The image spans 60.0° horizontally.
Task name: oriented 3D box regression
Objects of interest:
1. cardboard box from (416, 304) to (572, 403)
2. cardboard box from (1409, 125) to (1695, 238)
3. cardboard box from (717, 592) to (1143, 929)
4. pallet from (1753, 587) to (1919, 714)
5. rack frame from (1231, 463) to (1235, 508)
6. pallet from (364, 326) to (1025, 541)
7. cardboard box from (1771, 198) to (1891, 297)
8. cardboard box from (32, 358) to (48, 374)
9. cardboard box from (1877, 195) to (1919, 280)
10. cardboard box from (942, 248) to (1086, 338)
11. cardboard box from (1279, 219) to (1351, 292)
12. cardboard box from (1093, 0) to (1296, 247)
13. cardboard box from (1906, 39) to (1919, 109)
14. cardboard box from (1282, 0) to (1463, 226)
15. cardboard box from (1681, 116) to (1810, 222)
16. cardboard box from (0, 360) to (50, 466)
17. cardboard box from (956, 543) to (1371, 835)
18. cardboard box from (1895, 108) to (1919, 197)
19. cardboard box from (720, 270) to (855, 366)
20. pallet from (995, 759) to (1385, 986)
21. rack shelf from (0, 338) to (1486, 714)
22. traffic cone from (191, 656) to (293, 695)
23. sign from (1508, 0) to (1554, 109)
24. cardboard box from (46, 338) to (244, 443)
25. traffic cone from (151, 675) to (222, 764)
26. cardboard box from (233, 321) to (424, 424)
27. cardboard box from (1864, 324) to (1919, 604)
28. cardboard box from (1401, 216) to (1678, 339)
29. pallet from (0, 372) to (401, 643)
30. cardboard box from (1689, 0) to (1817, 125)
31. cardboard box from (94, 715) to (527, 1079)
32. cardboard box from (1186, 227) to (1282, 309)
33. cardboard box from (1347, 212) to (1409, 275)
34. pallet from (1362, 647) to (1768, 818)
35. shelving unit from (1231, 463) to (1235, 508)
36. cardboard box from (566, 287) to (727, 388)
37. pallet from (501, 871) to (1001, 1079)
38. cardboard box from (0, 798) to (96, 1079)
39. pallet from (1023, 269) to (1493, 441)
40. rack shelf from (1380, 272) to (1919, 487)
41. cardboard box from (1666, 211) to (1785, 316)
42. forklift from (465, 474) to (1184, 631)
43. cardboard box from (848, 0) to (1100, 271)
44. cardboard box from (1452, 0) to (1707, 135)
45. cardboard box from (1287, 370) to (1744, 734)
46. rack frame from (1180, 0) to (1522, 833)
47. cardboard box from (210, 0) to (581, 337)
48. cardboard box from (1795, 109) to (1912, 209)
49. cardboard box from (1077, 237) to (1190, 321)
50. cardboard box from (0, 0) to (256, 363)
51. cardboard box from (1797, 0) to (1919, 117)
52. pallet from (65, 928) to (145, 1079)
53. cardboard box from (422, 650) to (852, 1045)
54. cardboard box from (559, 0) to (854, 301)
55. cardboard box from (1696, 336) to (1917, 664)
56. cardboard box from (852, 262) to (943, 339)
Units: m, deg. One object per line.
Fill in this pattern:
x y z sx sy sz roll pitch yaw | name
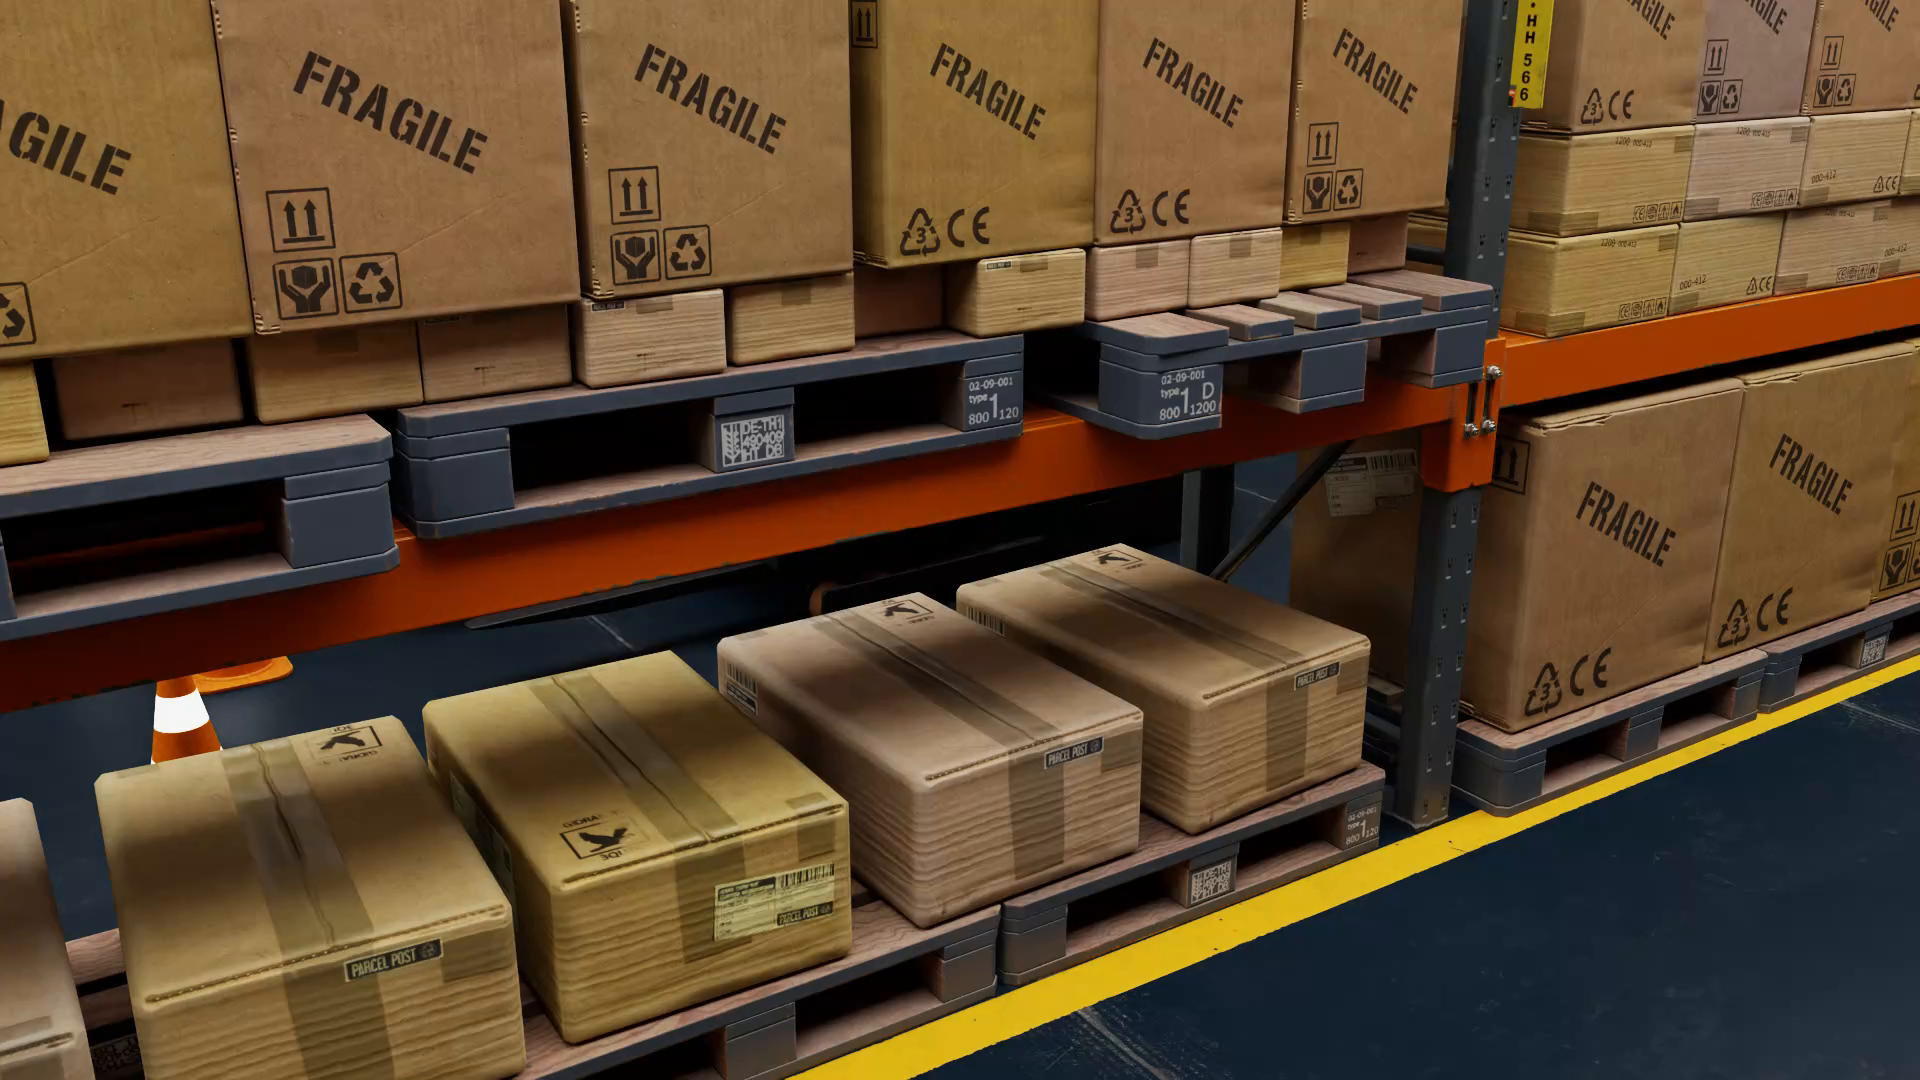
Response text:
-0.859 -0.361 2.865 0.250 0.149 0.380 -12 22 -31 | cardboard box
1.552 -0.973 4.391 0.500 0.250 0.500 -12 22 -32 | cardboard box
-0.096 0.491 4.055 0.625 0.372 0.950 -12 22 -32 | cardboard box
2.711 0.205 5.808 1.213 0.211 1.003 -12 22 -31 | pallet
1.066 -0.690 6.886 0.240 1.200 0.006 -16 22 -40 | rack frame
-0.638 -0.333 3.346 1.213 0.211 1.003 -12 22 -31 | pallet
2.401 -0.917 5.009 0.500 0.250 0.500 -11 22 -30 | cardboard box
-1.644 -0.420 3.040 0.250 0.149 0.380 -12 22 -32 | cardboard box
2.811 -1.005 5.269 0.500 0.250 0.500 -12 22 -31 | cardboard box
0.042 -0.525 3.352 0.250 0.149 0.380 -11 22 -30 | cardboard box
0.665 -0.676 3.798 0.250 0.149 0.380 -12 22 -31 | cardboard box
0.341 -0.922 3.513 0.500 0.500 0.500 -12 22 -32 | cardboard box
2.812 -1.591 5.050 0.500 0.500 0.500 -12 22 -31 | cardboard box
0.766 -1.016 3.791 0.500 0.500 0.500 -13 22 -33 | cardboard box
1.984 -1.063 4.660 0.500 0.250 0.500 -11 22 -30 | cardboard box
-1.499 -0.213 2.429 0.250 0.149 0.380 -11 22 -30 | cardboard box
0.516 0.359 4.446 0.625 0.372 0.950 -14 23 -35 | cardboard box
2.838 -1.234 5.164 0.500 0.250 0.500 -11 22 -30 | cardboard box
-0.402 -0.449 3.125 0.250 0.149 0.380 -13 22 -33 | cardboard box
0.340 0.675 4.419 1.213 0.211 1.003 -12 22 -31 | pallet
-0.677 -0.090 3.452 4.000 0.370 1.077 -12 22 -31 | rack shelf
-2.390 0.211 5.397 0.334 0.463 0.336 -12 22 -31 | traffic cone
1.300 -1.151 3.782 0.005 0.325 0.100 -12 22 -31 | sign
-1.304 -0.284 2.637 0.250 0.149 0.380 -10 21 -28 | cardboard box
-2.082 0.530 4.455 0.334 0.463 0.336 -12 22 -31 | traffic cone
-1.066 -0.318 2.738 0.250 0.149 0.380 -12 22 -31 | cardboard box
3.110 -0.389 5.873 0.875 0.875 0.875 -11 22 -30 | cardboard box
1.540 -0.731 4.459 0.500 0.250 0.500 -12 22 -32 | cardboard box
-1.629 -0.084 2.609 1.213 0.211 1.003 -12 22 -31 | pallet
1.949 -1.416 4.532 0.500 0.500 0.500 -12 22 -31 | cardboard box
-1.312 0.746 3.301 0.625 0.372 0.950 -10 21 -28 | cardboard box
0.479 -0.620 3.631 0.250 0.149 0.380 -12 22 -32 | cardboard box
0.849 -0.743 3.995 0.250 0.149 0.380 -11 22 -29 | cardboard box
1.693 0.419 5.177 1.213 0.211 1.003 -12 22 -31 | pallet
1.004 -0.708 6.952 0.258 1.200 0.189 -16 22 -40 | shelving unit
-0.608 -0.394 2.963 0.250 0.149 0.380 -11 22 -29 | cardboard box
-0.678 0.888 3.788 1.213 0.211 1.003 -12 22 -31 | pallet
-1.911 0.874 2.924 0.625 0.372 0.950 -12 22 -31 | cardboard box
0.457 -0.539 3.954 1.003 0.211 1.213 -12 22 -31 | pallet
2.664 -0.795 5.536 4.000 0.370 1.077 -12 22 -31 | rack shelf
1.959 -0.827 4.740 0.500 0.250 0.500 -13 22 -33 | cardboard box
-0.509 -1.270 5.924 3.031 2.935 1.130 -13 23 -34 | forklift
-0.080 -0.833 3.249 0.500 0.500 0.500 -14 23 -35 | cardboard box
1.540 -1.326 4.266 0.500 0.500 0.500 -13 22 -33 | cardboard box
1.616 -0.075 4.946 0.875 0.875 0.875 -12 22 -32 | cardboard box
0.993 -0.784 4.379 0.127 3.000 1.000 -12 22 -31 | rack frame
-0.960 -0.644 2.689 0.500 0.500 0.500 -12 22 -32 | cardboard box
2.408 -1.148 4.910 0.500 0.250 0.500 -12 22 -32 | cardboard box
0.264 -0.578 3.506 0.250 0.149 0.380 -13 23 -34 | cardboard box
-1.380 -0.560 2.443 0.500 0.500 0.500 -12 22 -31 | cardboard box
2.389 -1.503 4.790 0.500 0.500 0.500 -11 22 -30 | cardboard box
-1.698 1.104 3.148 1.213 0.211 1.003 -12 22 -31 | pallet
-0.733 0.623 3.665 0.625 0.372 0.950 -11 22 -30 | cardboard box
-0.537 -0.737 2.966 0.500 0.500 0.500 -13 23 -34 | cardboard box
2.363 -0.231 5.407 0.875 0.875 0.875 -12 22 -31 | cardboard box
-0.237 -0.515 3.321 0.250 0.149 0.380 -12 22 -31 | cardboard box
